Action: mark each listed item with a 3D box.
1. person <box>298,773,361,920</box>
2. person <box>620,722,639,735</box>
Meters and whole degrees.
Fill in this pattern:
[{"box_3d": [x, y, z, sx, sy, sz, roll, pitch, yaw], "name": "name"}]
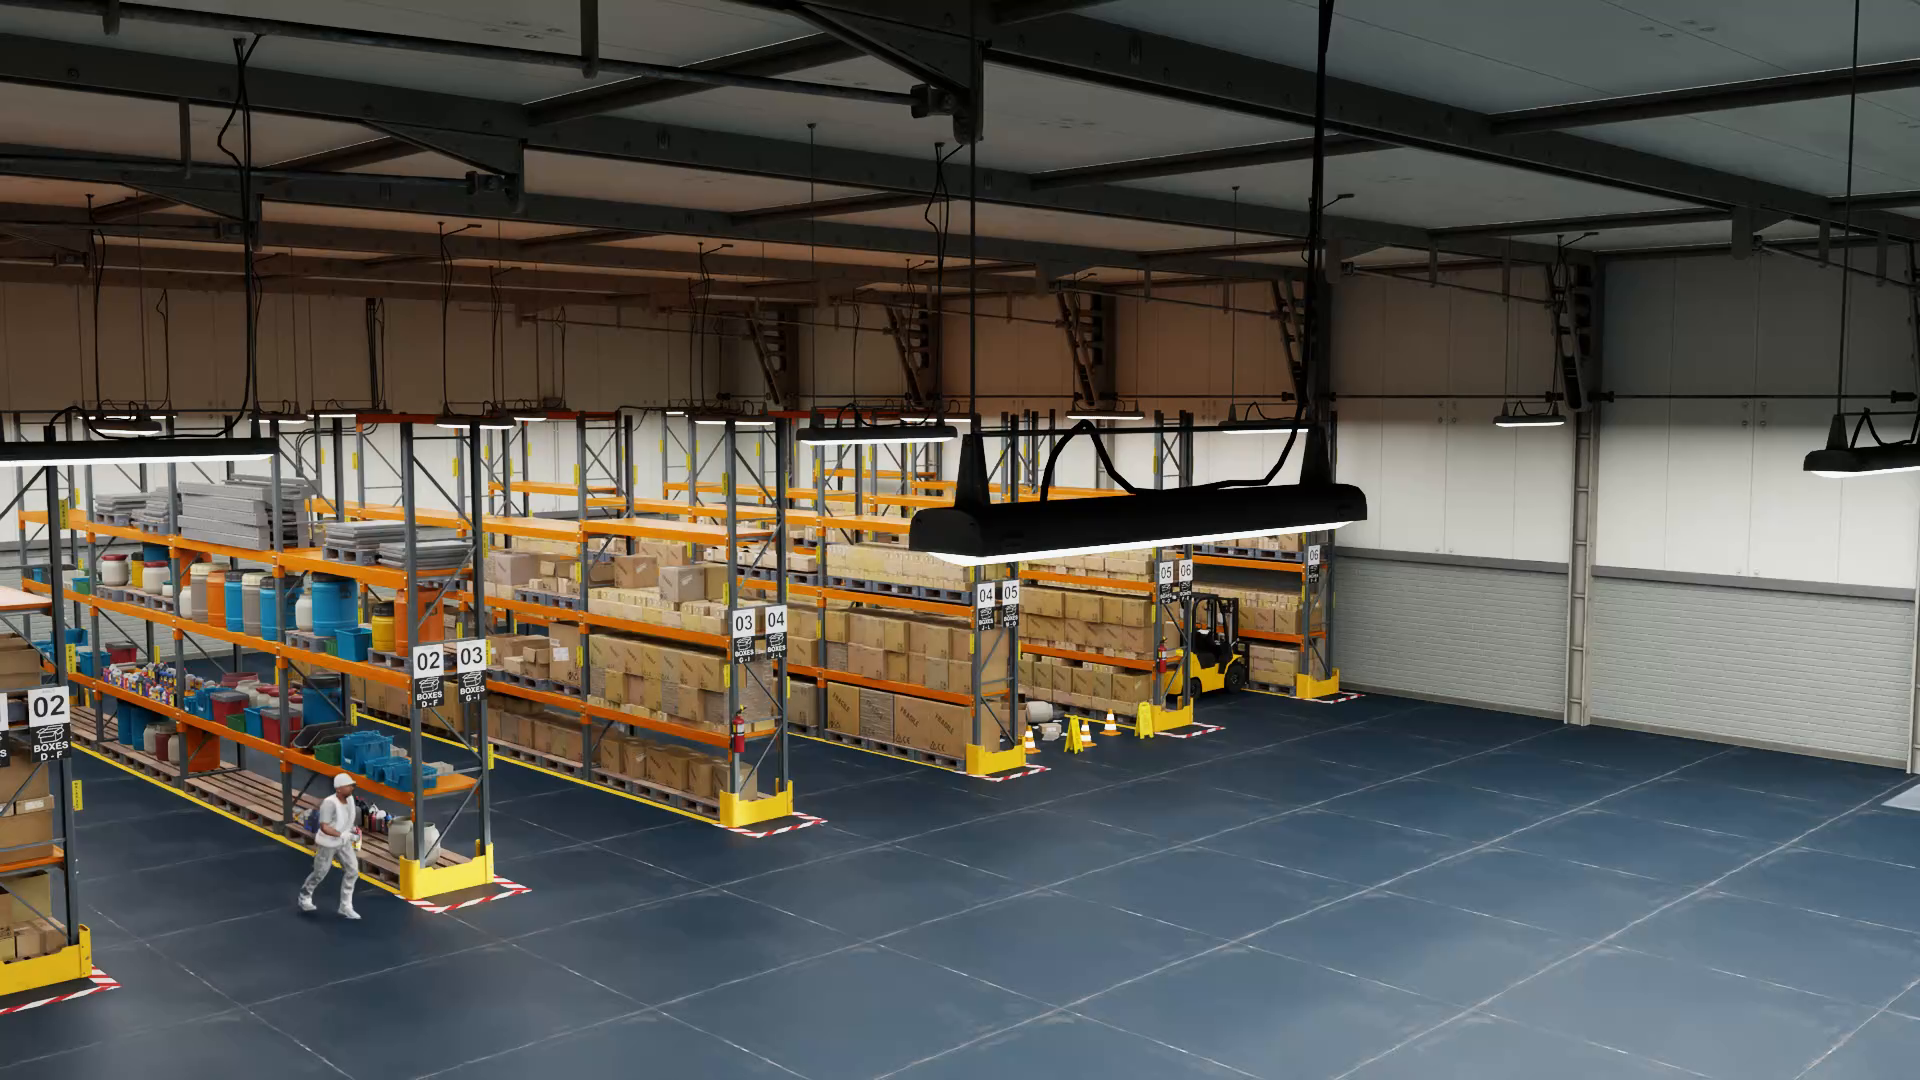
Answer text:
[{"box_3d": [-7.635, 3.711, 20.242, 0.904, 1.784, 0.674, 2, 5, 23], "name": "person"}, {"box_3d": [-5.993, 2.888, 30.525, 0.660, 1.601, 0.550, 3, 6, 27], "name": "person"}]
